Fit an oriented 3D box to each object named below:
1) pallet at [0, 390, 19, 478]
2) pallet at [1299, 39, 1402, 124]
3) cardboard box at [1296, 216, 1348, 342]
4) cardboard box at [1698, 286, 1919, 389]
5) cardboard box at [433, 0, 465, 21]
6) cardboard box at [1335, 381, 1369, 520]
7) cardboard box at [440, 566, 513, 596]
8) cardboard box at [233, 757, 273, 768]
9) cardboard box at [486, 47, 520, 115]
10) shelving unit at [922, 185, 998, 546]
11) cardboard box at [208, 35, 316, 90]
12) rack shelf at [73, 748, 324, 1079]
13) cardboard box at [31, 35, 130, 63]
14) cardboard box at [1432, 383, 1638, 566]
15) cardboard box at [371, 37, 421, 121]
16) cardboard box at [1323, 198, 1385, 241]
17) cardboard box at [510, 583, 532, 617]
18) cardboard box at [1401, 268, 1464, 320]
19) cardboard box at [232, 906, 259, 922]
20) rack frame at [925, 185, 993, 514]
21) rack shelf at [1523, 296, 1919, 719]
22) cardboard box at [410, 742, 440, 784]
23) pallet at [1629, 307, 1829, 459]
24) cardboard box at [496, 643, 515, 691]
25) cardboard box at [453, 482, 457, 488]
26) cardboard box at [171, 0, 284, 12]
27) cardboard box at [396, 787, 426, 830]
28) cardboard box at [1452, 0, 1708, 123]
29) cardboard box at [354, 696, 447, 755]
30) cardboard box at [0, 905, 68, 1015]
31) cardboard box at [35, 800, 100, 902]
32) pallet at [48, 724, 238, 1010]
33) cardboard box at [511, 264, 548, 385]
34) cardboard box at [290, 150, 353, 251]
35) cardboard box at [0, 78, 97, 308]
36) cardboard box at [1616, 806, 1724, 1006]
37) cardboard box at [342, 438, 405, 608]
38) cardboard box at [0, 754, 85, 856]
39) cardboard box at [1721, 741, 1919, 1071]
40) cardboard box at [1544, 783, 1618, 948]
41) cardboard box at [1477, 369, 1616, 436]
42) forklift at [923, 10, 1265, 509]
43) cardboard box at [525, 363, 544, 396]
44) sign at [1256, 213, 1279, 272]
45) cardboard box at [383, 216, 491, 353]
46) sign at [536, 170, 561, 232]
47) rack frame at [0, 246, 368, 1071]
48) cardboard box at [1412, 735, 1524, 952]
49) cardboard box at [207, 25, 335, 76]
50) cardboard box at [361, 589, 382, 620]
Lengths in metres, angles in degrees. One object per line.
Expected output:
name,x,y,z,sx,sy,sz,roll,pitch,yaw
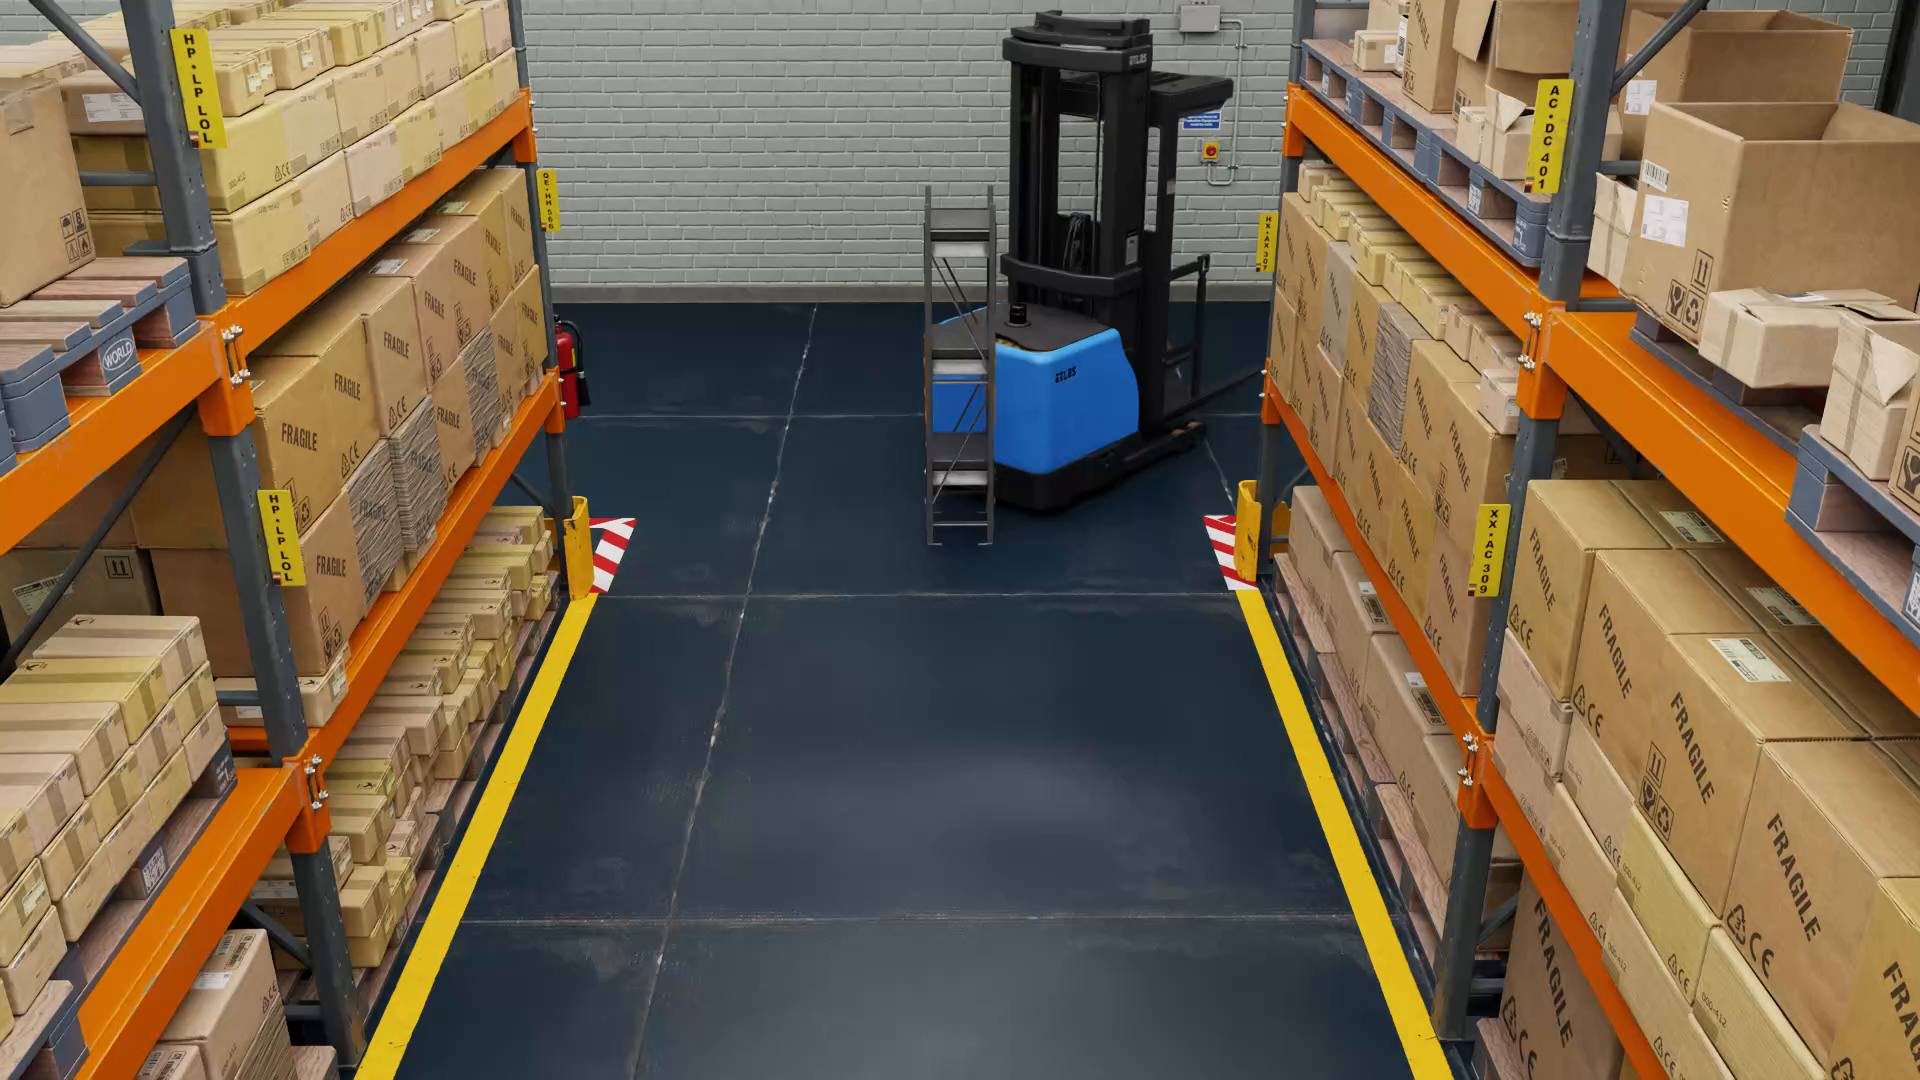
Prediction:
pallet,-2.767,-0.072,3.357,1.213,0.211,1.003,0,24,-1
pallet,2.242,-2.206,7.955,1.003,0.211,1.213,0,24,-1
cardboard box,1.957,-1.274,8.093,0.500,0.500,0.500,-1,24,-2
cardboard box,1.931,-0.466,3.773,0.380,0.166,0.250,-2,24,-4
cardboard box,-2.408,-2.377,7.318,0.380,0.149,0.250,0,24,0
cardboard box,1.985,-0.407,7.389,0.500,0.500,0.500,1,24,1
cardboard box,-2.451,0.249,8.287,0.380,0.149,0.250,-1,24,-3
cardboard box,-2.923,0.903,6.841,0.380,0.149,0.250,1,24,1
cardboard box,-2.455,-2.234,8.090,0.500,0.250,0.500,-1,24,-2
shelving unit,-0.002,-1.025,9.968,0.431,2.100,0.503,0,24,-1
cardboard box,-2.429,-1.625,5.654,0.380,0.149,0.250,-1,24,-2
rack shelf,-2.659,1.679,3.771,1.077,0.370,4.000,0,24,-1
cardboard box,-2.901,-1.627,5.658,0.380,0.149,0.250,1,24,1
cardboard box,1.986,-0.231,5.787,0.500,0.500,0.500,0,24,-1
cardboard box,-2.462,-1.829,6.590,0.500,0.250,0.500,-1,24,-3
cardboard box,1.934,-1.511,7.829,0.380,0.149,0.250,-1,24,-2
cardboard box,-2.426,0.281,8.578,0.380,0.149,0.250,-1,24,-3
cardboard box,1.995,-0.986,6.669,0.380,0.149,0.250,-1,24,-2
cardboard box,-2.945,1.367,6.537,0.380,0.149,0.250,0,24,1
rack frame,-0.004,-1.125,10.190,0.400,2.100,0.015,0,24,-1
rack shelf,2.289,0.248,3.294,1.077,0.370,4.000,0,24,-1
cardboard box,-2.476,0.919,7.166,0.380,0.149,0.250,1,24,2
pallet,2.327,-0.439,4.173,0.805,0.209,1.217,-1,24,-3
cardboard box,-2.409,0.623,8.181,0.380,0.149,0.250,-1,24,-3
cardboard box,-2.513,-0.343,7.672,0.380,0.149,0.250,-1,24,-3
cardboard box,-3.016,-2.162,6.843,0.380,0.149,0.250,0,24,1
cardboard box,-2.474,1.167,6.980,0.380,0.149,0.250,-1,24,-2
cardboard box,2.220,-1.743,6.068,0.797,0.503,0.637,2,24,4
cardboard box,-2.420,0.790,7.091,0.380,0.149,0.250,0,24,1
cardboard box,-2.464,1.040,4.105,0.380,0.149,0.250,-1,24,-3
cardboard box,-2.468,0.801,4.273,0.380,0.149,0.250,-1,24,-2
pallet,-2.818,0.930,4.787,1.003,0.211,1.213,0,24,-1
cardboard box,-2.463,-1.118,8.601,0.500,0.500,0.500,0,24,1
cardboard box,-2.437,-1.170,5.739,0.500,0.250,0.500,-1,24,-1
cardboard box,-2.787,-0.920,4.373,0.700,0.500,0.500,0,24,0
cardboard box,2.003,0.909,4.176,0.500,0.250,0.500,0,24,0
cardboard box,-2.447,-0.063,6.268,0.500,0.500,0.500,0,24,-1
cardboard box,-2.474,0.669,4.204,0.380,0.149,0.250,0,24,-1
cardboard box,2.033,0.774,3.565,0.500,0.500,0.500,-1,24,-1
cardboard box,2.015,0.927,4.742,0.500,0.250,0.500,-1,24,-2
cardboard box,1.946,-0.459,5.503,0.380,0.149,0.250,-1,24,-2
forklift,1.091,-2.060,11.249,1.130,2.935,3.031,19,31,36
cardboard box,-2.439,-0.874,8.847,0.380,0.149,0.250,0,24,0
sign,1.669,-1.616,9.036,0.100,0.325,0.005,0,24,-1
cardboard box,-2.451,-1.148,7.452,0.500,0.500,0.500,1,24,2
sign,-2.170,-1.787,8.773,0.100,0.325,0.005,0,24,-1
rack frame,-2.681,0.527,5.445,1.000,3.000,0.127,0,24,-1
cardboard box,2.368,1.180,6.601,0.875,0.438,0.875,-1,24,-1
cardboard box,-2.452,-1.731,5.889,0.380,0.149,0.250,-1,24,-2
cardboard box,-2.487,0.195,6.483,0.380,0.149,0.250,-1,24,-3
